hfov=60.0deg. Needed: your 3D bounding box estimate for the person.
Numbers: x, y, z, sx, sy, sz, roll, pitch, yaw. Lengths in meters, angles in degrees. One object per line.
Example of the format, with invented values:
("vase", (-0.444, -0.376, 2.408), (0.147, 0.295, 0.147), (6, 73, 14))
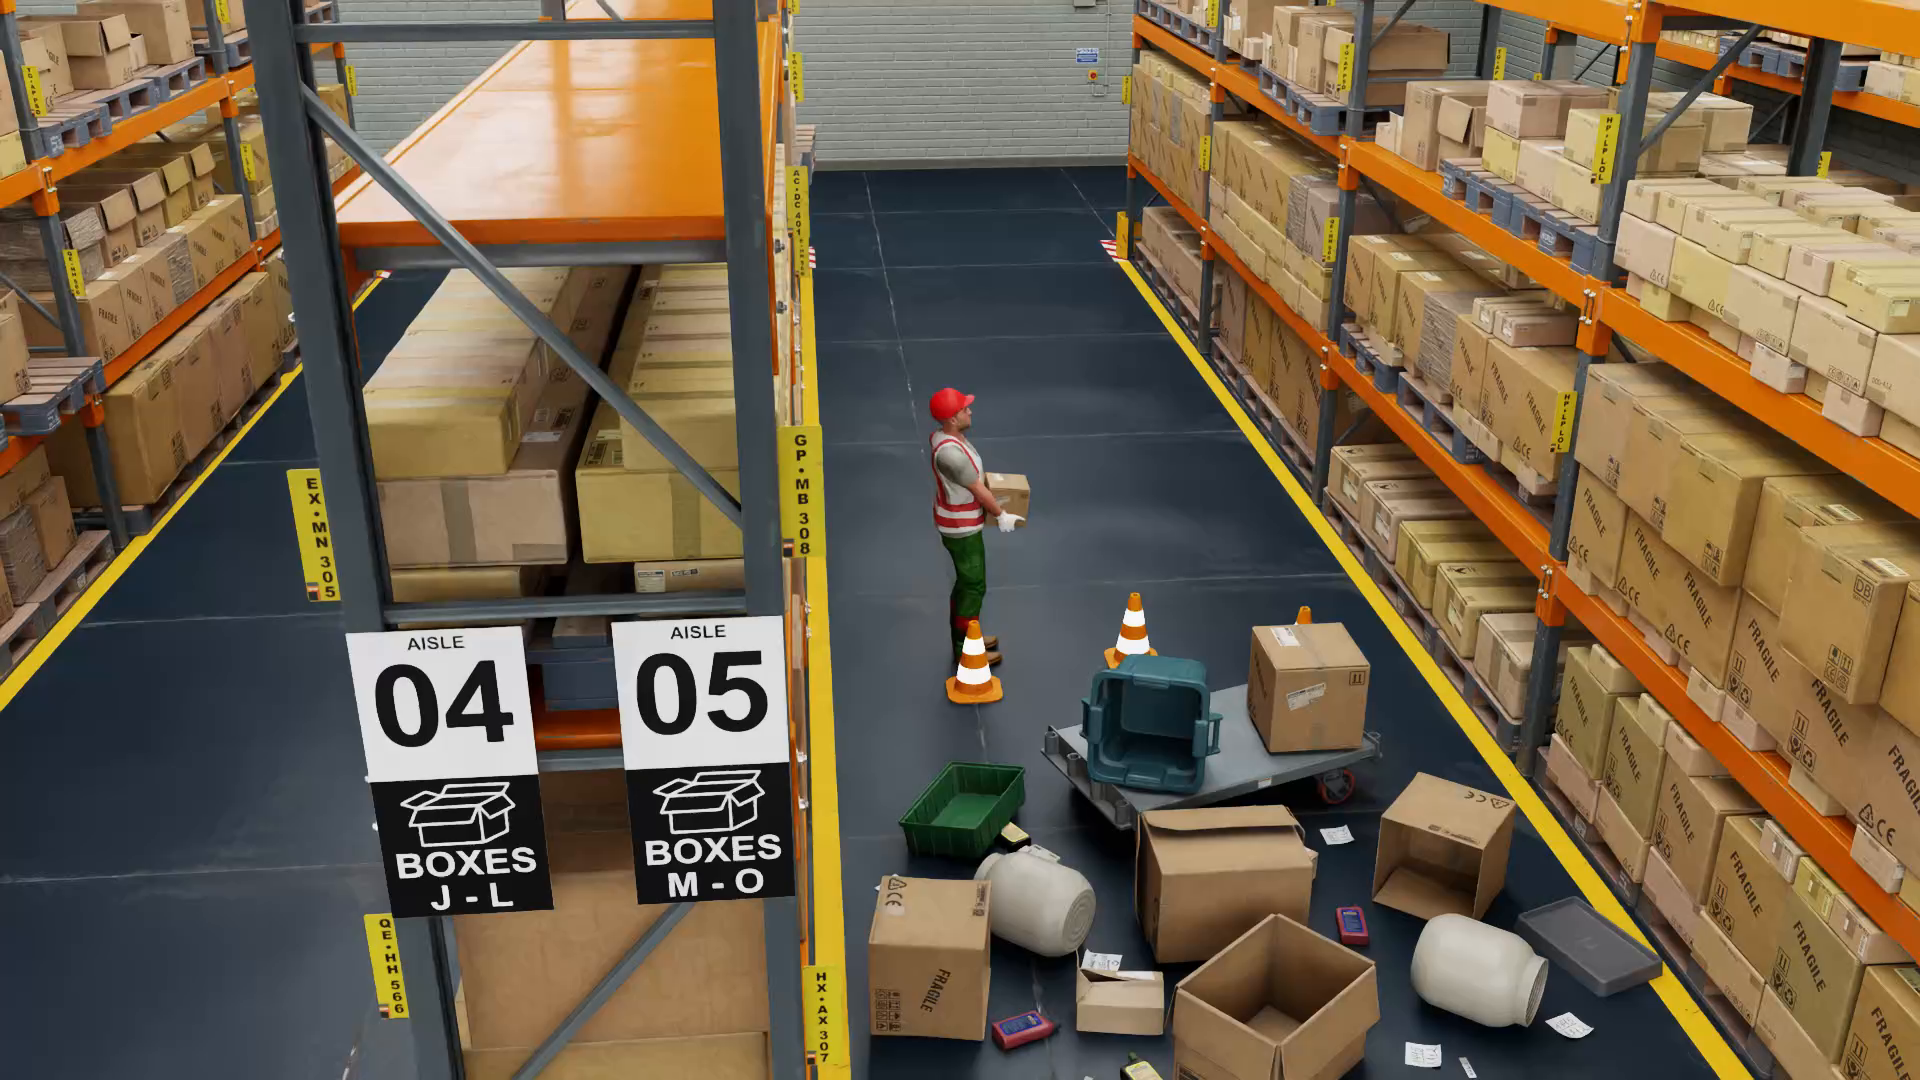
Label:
("person", (0.103, -0.089, 10.284), (0.573, 1.781, 0.494), (-2, 24, -5))
